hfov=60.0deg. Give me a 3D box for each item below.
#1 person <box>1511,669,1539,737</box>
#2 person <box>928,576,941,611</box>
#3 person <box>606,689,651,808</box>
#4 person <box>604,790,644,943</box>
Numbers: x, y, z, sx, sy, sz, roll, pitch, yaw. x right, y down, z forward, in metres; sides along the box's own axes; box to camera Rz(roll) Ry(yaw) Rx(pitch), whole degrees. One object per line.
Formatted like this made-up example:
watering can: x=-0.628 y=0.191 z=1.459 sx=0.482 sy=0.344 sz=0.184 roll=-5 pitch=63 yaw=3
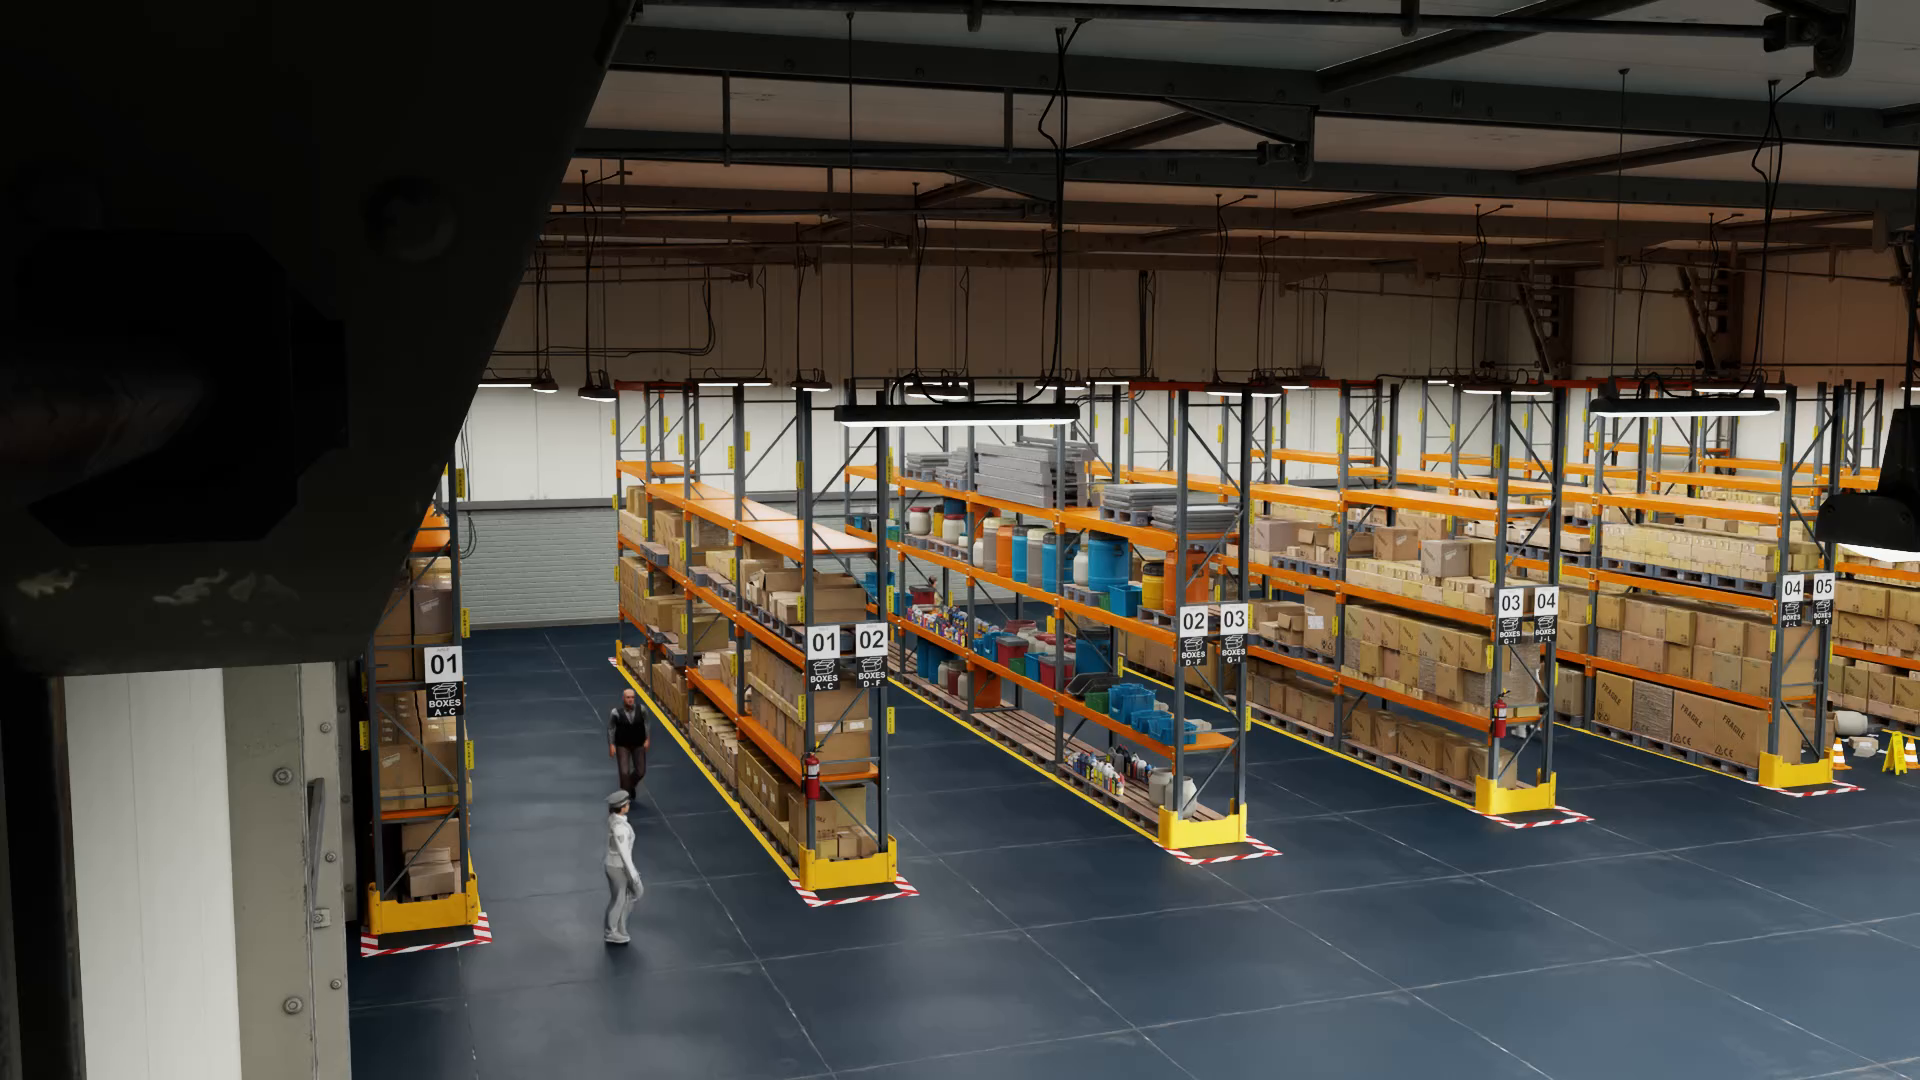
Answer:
person: x=9.556 y=2.509 z=28.264 sx=0.617 sy=1.671 sz=0.572 roll=-1 pitch=6 yaw=-9
person: x=-0.586 y=1.623 z=36.750 sx=0.452 sy=1.669 sz=0.579 roll=-4 pitch=7 yaw=-35
person: x=-4.775 y=2.965 z=23.955 sx=0.633 sy=1.708 sz=0.600 roll=-2 pitch=7 yaw=-22
person: x=-3.690 y=3.581 z=18.149 sx=0.421 sy=1.720 sz=0.449 roll=0 pitch=6 yaw=-2
